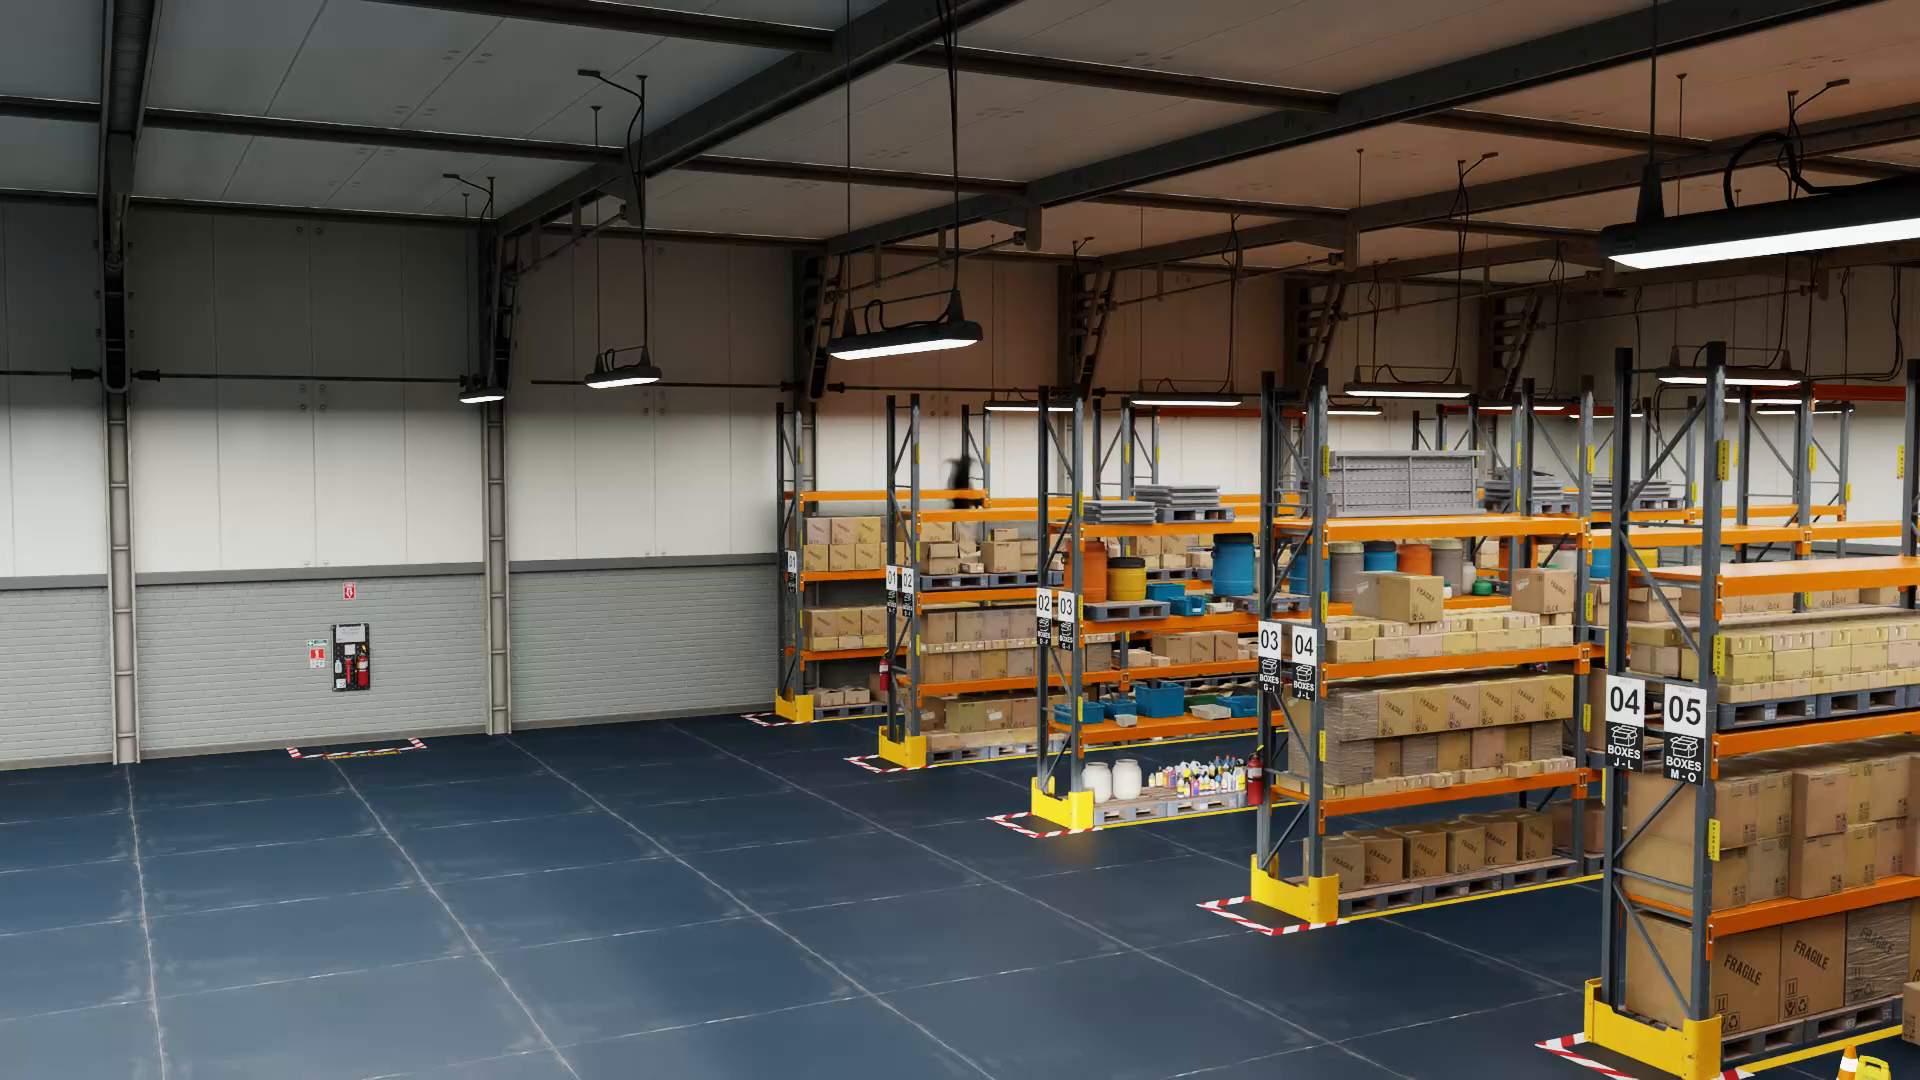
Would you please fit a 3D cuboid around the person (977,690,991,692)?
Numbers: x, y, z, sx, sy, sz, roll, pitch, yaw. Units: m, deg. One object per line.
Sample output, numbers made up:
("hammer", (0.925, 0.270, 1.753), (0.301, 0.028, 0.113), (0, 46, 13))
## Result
("person", (0.497, 2.630, 31.714), (0.780, 1.554, 0.681), (-2, 4, -30))
